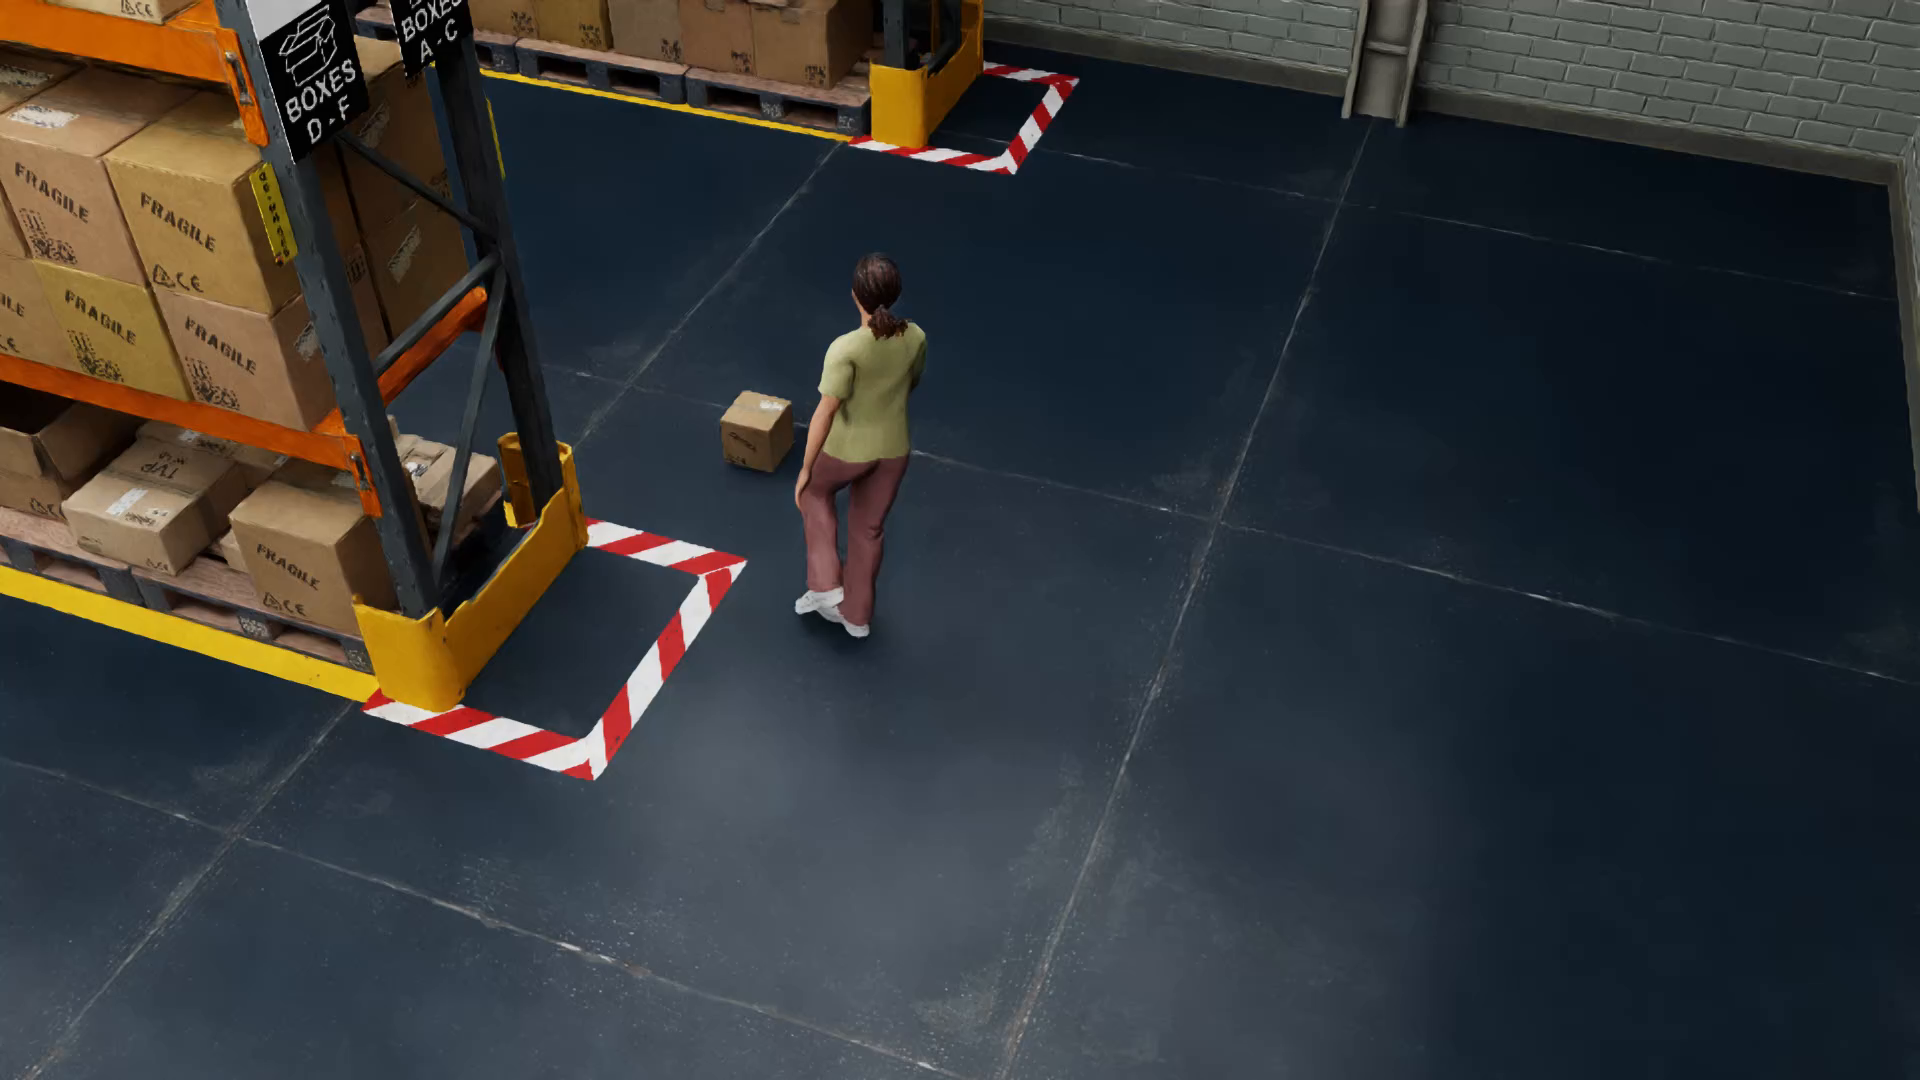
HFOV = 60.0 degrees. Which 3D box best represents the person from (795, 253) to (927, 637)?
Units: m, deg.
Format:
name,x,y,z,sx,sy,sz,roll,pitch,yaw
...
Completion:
name,x,y,z,sx,sy,sz,roll,pitch,yaw
person,-0.430,-0.362,6.544,0.651,1.650,0.478,-20,46,-21
